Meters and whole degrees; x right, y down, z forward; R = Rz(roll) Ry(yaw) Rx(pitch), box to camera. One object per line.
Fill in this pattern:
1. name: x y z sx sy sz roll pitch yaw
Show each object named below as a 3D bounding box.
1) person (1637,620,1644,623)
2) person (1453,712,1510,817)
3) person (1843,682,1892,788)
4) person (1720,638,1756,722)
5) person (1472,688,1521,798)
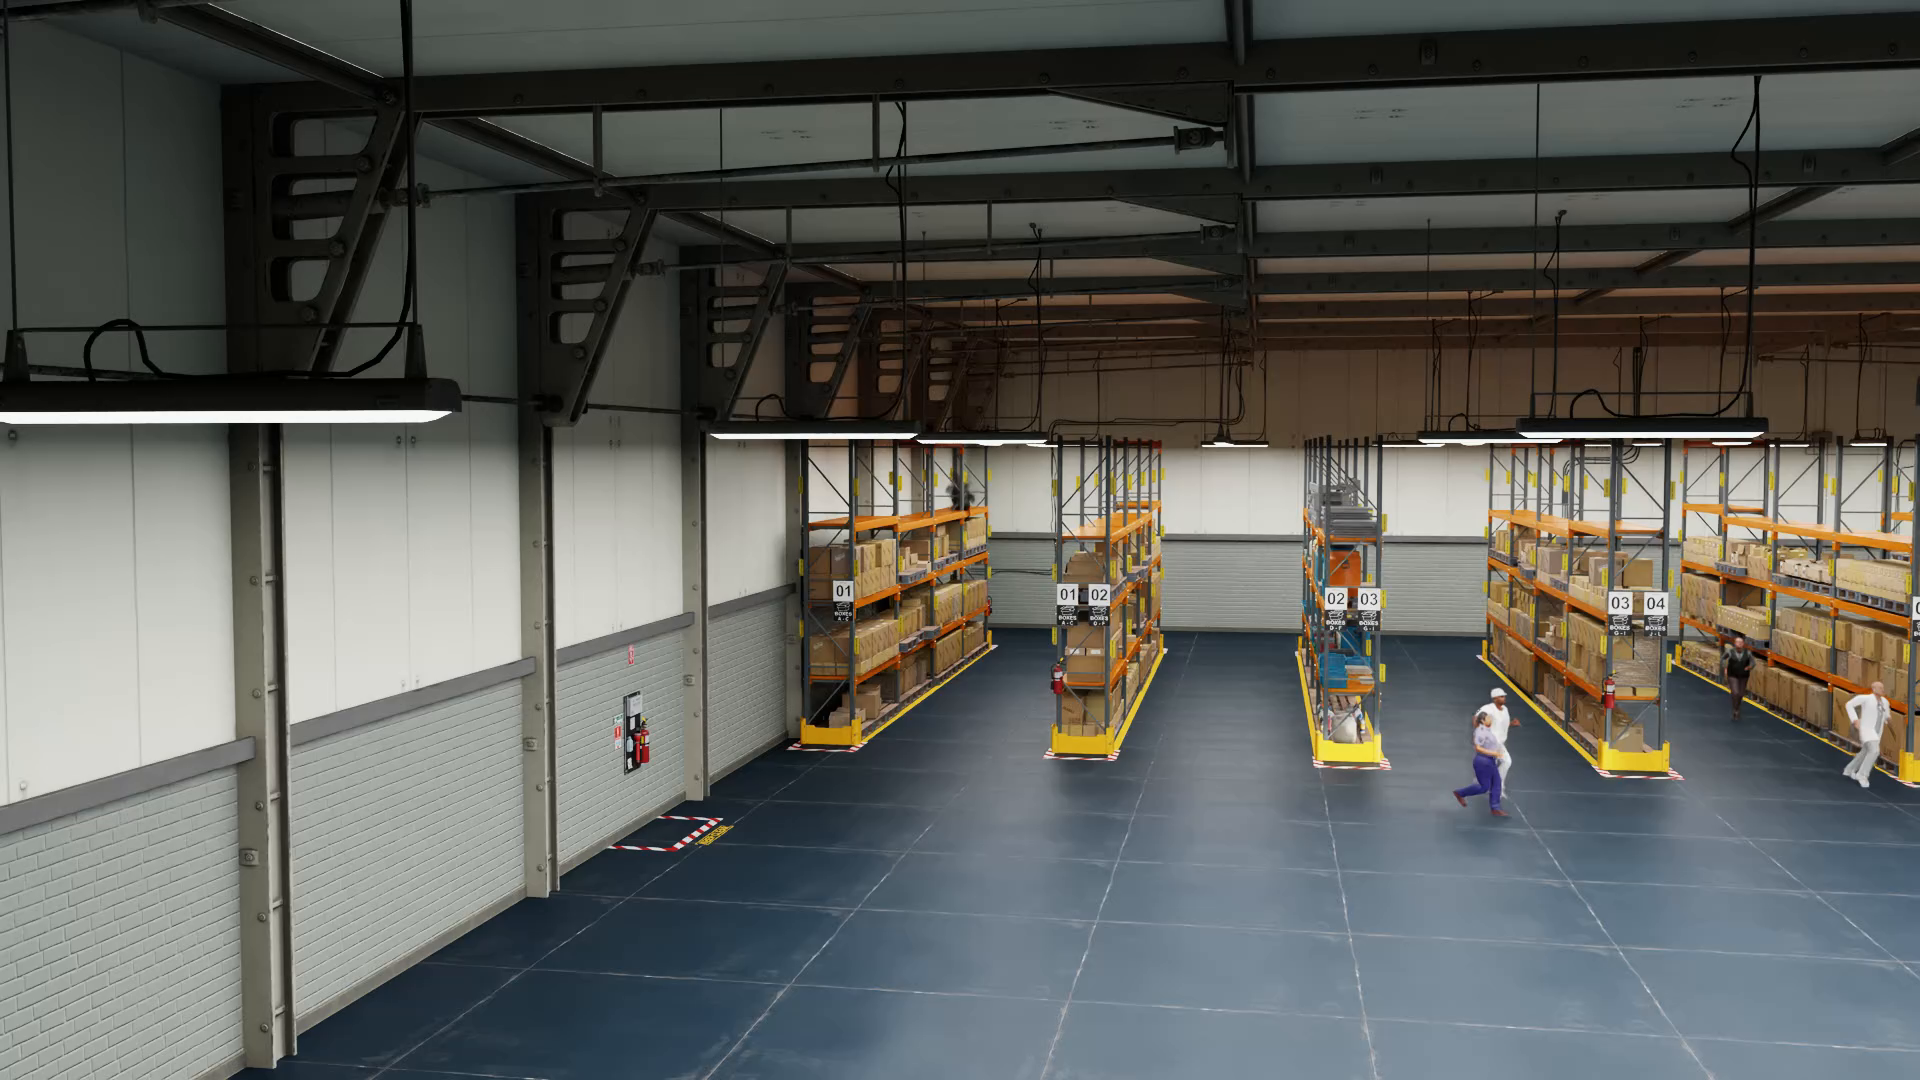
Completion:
1. person: 17.729 2.507 43.220 0.755 1.754 0.952 0 3 9
2. person: 8.189 3.502 26.043 0.849 1.639 0.607 2 4 29
3. person: 15.611 3.318 28.546 0.727 1.792 0.817 -1 3 -18
4. person: 16.549 2.944 35.342 0.653 1.741 0.873 1 3 11
5. person: 8.899 3.363 27.596 0.765 1.835 0.661 3 4 41
